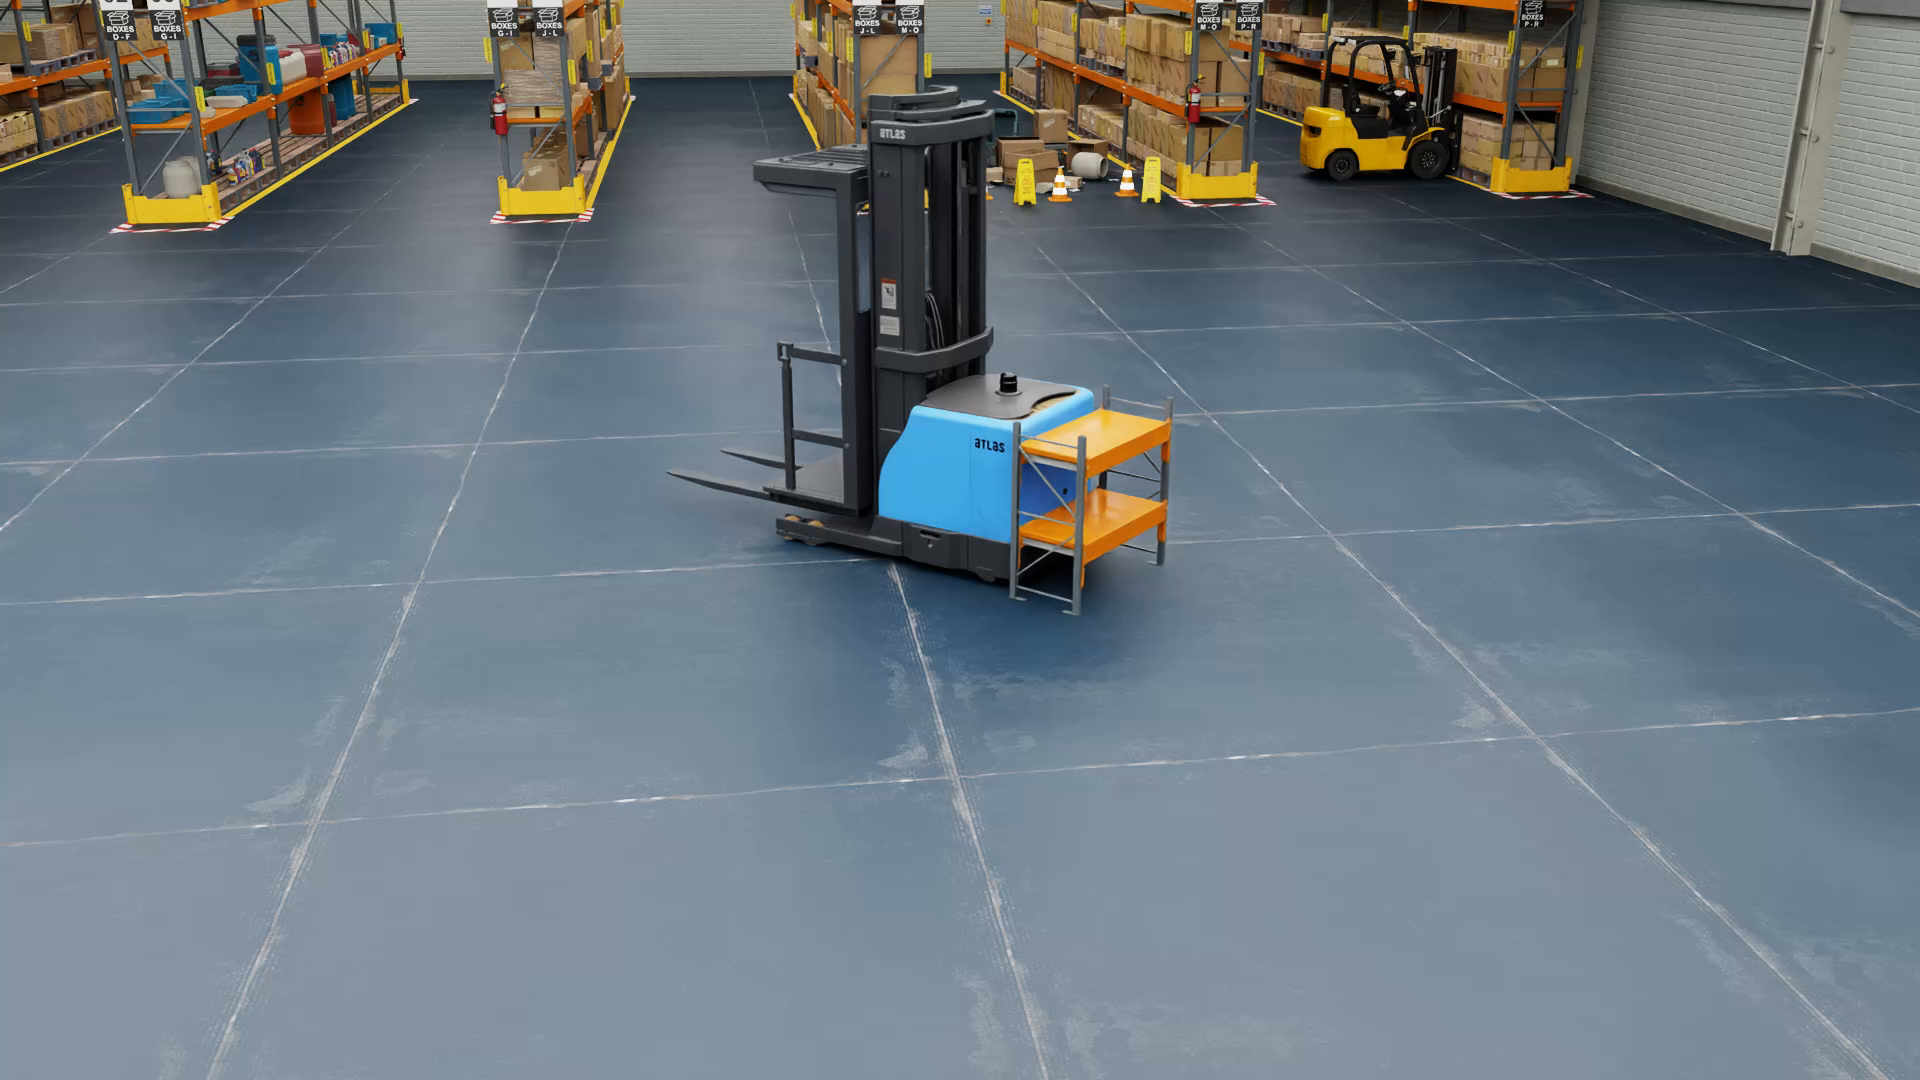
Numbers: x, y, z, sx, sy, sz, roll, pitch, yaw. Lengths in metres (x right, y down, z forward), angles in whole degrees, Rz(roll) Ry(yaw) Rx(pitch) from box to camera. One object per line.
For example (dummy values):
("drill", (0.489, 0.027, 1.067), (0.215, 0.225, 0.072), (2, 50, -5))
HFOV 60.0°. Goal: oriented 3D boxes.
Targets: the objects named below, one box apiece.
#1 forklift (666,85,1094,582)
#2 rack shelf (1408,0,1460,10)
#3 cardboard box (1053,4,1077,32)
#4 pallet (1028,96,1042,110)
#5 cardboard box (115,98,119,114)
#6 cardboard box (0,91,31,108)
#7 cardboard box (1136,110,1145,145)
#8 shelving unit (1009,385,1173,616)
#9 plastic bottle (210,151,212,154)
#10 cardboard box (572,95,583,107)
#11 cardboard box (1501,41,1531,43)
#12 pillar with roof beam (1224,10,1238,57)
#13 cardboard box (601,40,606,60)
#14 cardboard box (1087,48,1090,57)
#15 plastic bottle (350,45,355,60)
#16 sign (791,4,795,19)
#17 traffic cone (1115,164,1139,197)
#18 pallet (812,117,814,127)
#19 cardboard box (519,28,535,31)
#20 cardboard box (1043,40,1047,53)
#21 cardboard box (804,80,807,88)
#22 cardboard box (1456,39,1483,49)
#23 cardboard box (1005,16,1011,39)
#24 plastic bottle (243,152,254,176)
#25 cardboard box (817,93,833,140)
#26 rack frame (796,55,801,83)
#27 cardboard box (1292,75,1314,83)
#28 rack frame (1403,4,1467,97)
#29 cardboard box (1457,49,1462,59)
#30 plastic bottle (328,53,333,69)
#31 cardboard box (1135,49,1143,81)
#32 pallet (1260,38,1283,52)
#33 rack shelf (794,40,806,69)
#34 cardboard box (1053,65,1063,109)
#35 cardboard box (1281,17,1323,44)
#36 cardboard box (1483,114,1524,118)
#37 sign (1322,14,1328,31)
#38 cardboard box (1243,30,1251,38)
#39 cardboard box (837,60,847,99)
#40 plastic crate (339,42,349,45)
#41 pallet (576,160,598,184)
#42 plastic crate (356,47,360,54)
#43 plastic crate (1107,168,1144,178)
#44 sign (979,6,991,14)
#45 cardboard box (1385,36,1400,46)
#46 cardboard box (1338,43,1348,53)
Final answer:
("forklift", (-0.644, -1.476, 10.980), (3.031, 2.935, 1.130), (12, 24, 29))
("rack shelf", (7.921, -9.960, 30.338), (1.077, 0.370, 4.000), (-3, 21, -8))
("cardboard box", (2.175, -10.539, 33.575), (0.500, 0.500, 0.500), (-3, 21, -9))
("pallet", (2.113, -9.679, 36.829), (1.003, 0.211, 1.213), (-3, 21, -8))
("cardboard box", (-17.311, -8.823, 33.765), (0.500, 0.311, 0.500), (-3, 21, -8))
("cardboard box", (-17.268, -8.053, 30.361), (0.500, 0.250, 0.500), (-2, 21, -6))
("cardboard box", (3.205, -6.805, 27.408), (0.500, 0.500, 0.500), (-2, 21, -6))
("shelving unit", (0.819, -0.268, 10.319), (0.538, 1.125, 1.048), (15, 25, 33))
("plastic bottle", (-11.797, -5.994, 26.248), (0.097, 0.271, 0.097), (0, 20, 0))
("cardboard box", (-5.857, -6.581, 24.907), (0.380, 0.149, 0.250), (-3, 21, -8))
("cardboard box", (8.869, -7.887, 26.551), (0.380, 0.149, 0.250), (-3, 21, -9))
("pillar with roof beam", (2.723, -15.927, 40.997), (9.100, 9.000, 0.400), (-3, 21, -8))
("cardboard box", (-6.886, -9.062, 31.049), (0.500, 0.500, 0.500), (-2, 21, -6))
("cardboard box", (2.586, -9.094, 31.035), (0.380, 0.149, 0.250), (-4, 21, -11))
("plastic bottle", (-12.107, -9.716, 33.109), (0.061, 0.283, 0.133), (-3, 21, -8))
("sign", (-3.852, -12.196, 38.347), (0.100, 0.325, 0.005), (-3, 21, -8))
("traffic cone", (2.536, -5.459, 25.170), (0.336, 0.463, 0.334), (-3, 21, -8))
("pallet", (-2.446, -8.434, 33.496), (1.003, 0.211, 1.213), (-3, 21, -8))
("cardboard box", (-6.333, -7.069, 23.858), (0.500, 0.500, 0.500), (-3, 21, -8))
("cardboard box", (2.023, -10.303, 34.729), (0.500, 0.250, 0.500), (-3, 21, -9))
("cardboard box", (-3.167, -9.856, 35.941), (0.380, 0.149, 0.250), (-3, 21, -8))
("cardboard box", (8.280, -8.037, 26.952), (0.380, 0.149, 0.250), (-3, 21, -8))
("cardboard box", (1.354, -11.969, 38.832), (0.500, 0.500, 0.500), (-3, 21, -8))
("plastic bottle", (-10.957, -5.777, 25.553), (0.144, 0.351, 0.185), (-3, 21, -8))
("cardboard box", (-2.034, -7.673, 30.089), (1.050, 0.750, 0.750), (-3, 21, -7))
("rack frame", (-3.315, -11.818, 38.571), (1.000, 3.000, 0.127), (-3, 21, -8))
("cardboard box", (7.163, -9.621, 34.733), (0.380, 0.149, 0.250), (-3, 21, -8))
("rack frame", (8.210, -8.200, 28.883), (1.000, 3.000, 0.127), (-3, 21, -8))
("cardboard box", (8.198, -7.890, 26.985), (0.380, 0.149, 0.250), (-3, 21, -9))
("plastic bottle", (-11.803, -8.984, 31.149), (0.061, 0.283, 0.133), (-3, 21, -8))
("cardboard box", (3.181, -7.795, 27.232), (0.500, 0.500, 0.500), (-3, 21, -8))
("pallet", (7.064, -10.597, 35.577), (1.003, 0.211, 1.213), (-3, 21, -8))
("rack shelf", (-3.027, -10.789, 36.843), (1.077, 0.370, 4.000), (-3, 21, -8))
("cardboard box", (2.452, -9.396, 34.524), (0.875, 0.875, 0.875), (-2, 21, -6))
("cardboard box", (7.093, -10.583, 34.522), (0.700, 0.500, 0.500), (-3, 21, -8))
("cardboard box", (8.767, -6.714, 26.807), (0.500, 0.250, 0.500), (-3, 21, -8))
("sign", (7.097, -10.059, 32.320), (0.100, 0.325, 0.005), (-3, 21, -8))
("cardboard box", (6.655, -11.375, 37.175), (0.500, 0.250, 0.500), (-3, 21, -8))
("cardboard box", (-1.457, -7.224, 26.057), (0.875, 0.550, 0.550), (-3, 21, -8))
("plastic crate", (-13.111, -10.461, 35.228), (0.293, 0.136, 0.466), (-3, 21, -8))
("pallet", (-6.376, -5.911, 26.741), (1.003, 0.211, 1.213), (-3, 21, -8))
("plastic crate", (-12.488, -10.041, 34.105), (0.396, 0.136, 0.243), (-3, 21, -8))
("plastic crate", (2.713, -5.995, 27.154), (0.402, 0.080, 0.583), (-11, 23, -26))
("sign", (0.676, -14.199, 44.560), (0.327, 0.218, 0.001), (-3, 21, -8))
("cardboard box", (7.733, -8.918, 29.736), (0.380, 0.149, 0.250), (-4, 21, -9))
("cardboard box", (7.526, -9.409, 31.621), (0.500, 0.250, 0.500), (-2, 21, -6))
